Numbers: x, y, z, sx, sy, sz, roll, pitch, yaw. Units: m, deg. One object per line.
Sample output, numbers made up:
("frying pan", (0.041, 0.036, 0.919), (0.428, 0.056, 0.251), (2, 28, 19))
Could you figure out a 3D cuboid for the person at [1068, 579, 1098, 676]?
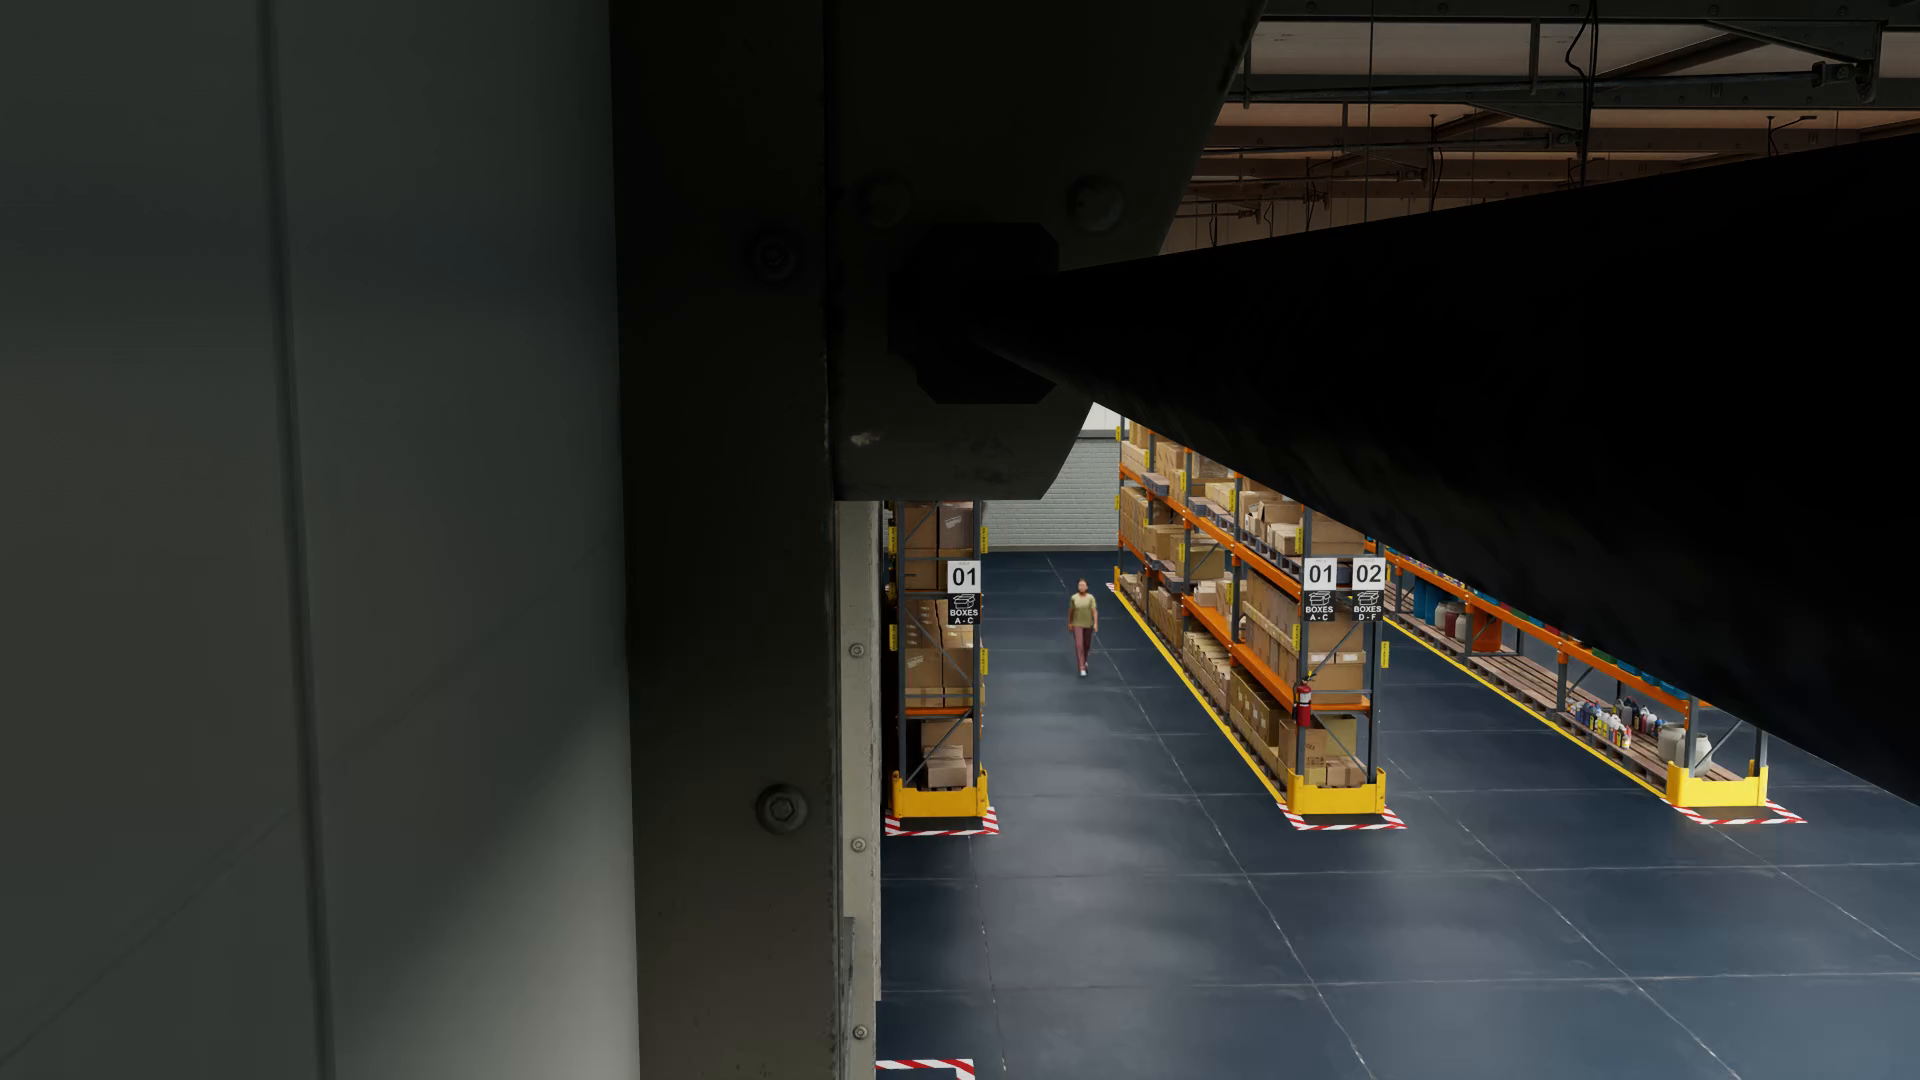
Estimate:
("person", (2.101, 1.461, 28.350), (0.472, 1.620, 1.064), (-1, 8, -6))
